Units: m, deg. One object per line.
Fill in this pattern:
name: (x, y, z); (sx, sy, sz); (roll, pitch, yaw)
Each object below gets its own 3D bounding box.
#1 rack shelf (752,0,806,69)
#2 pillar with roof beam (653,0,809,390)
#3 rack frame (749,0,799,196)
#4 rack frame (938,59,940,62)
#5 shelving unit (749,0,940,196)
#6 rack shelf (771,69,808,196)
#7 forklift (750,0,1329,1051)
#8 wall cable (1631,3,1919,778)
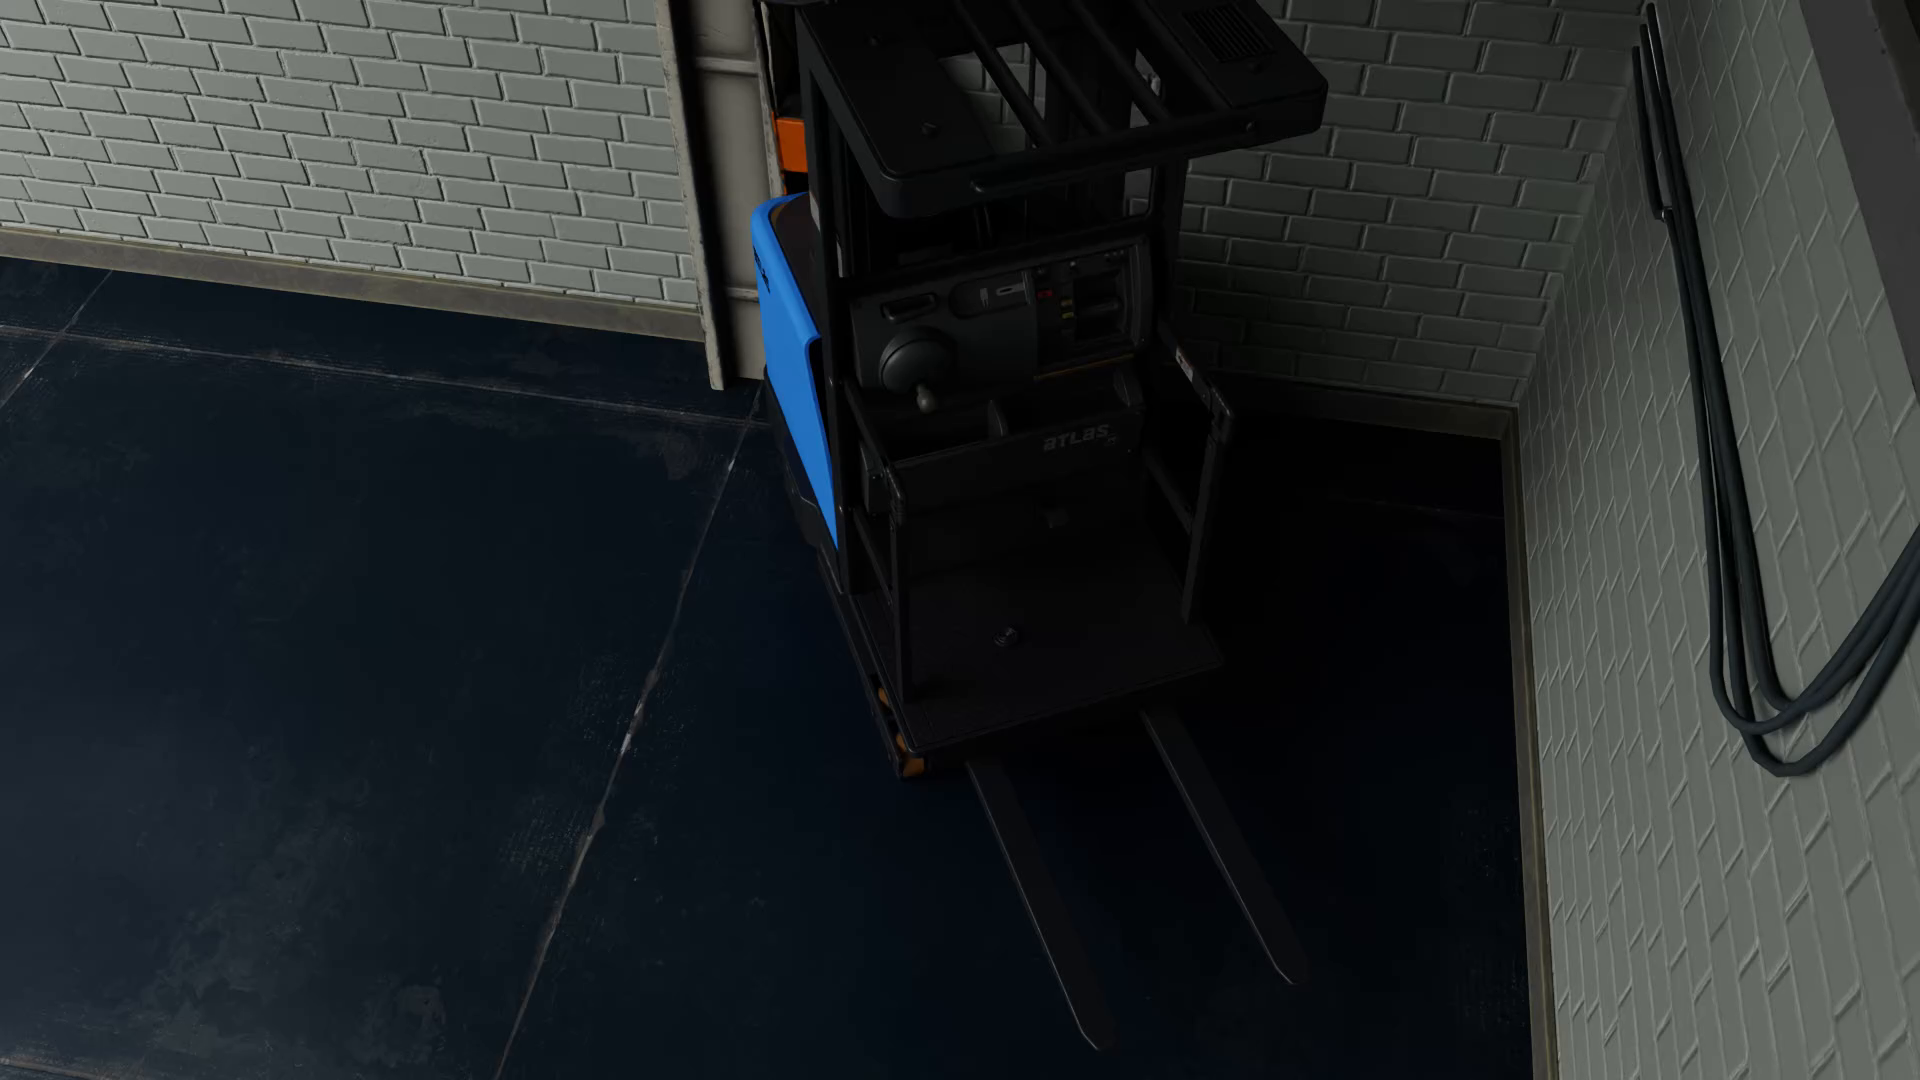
rack shelf: (-0.378, -1.830, 5.341); (0.480, 0.518, 0.431); (9, 55, 10)
pillar with roof beam: (-1.563, -0.562, 0.706); (0.400, 9.000, 9.100); (8, 49, 7)
rack frame: (-0.586, -1.466, 5.937); (0.015, 2.100, 0.400); (9, 55, 10)
rack frame: (-0.111, -1.388, 5.855); (0.015, 2.100, 0.400); (9, 55, 10)
shelving unit: (-0.349, -1.427, 5.896); (0.503, 2.100, 0.431); (9, 55, 10)
rack shelf: (-0.348, -1.419, 5.907); (0.480, 0.518, 0.431); (9, 55, 10)
forklift: (0.204, -0.542, 4.766); (1.130, 2.935, 3.031); (-15, 50, -13)
wall cable: (1.867, -1.318, 3.472); (0.112, 2.526, 3.097); (8, 49, 7)
